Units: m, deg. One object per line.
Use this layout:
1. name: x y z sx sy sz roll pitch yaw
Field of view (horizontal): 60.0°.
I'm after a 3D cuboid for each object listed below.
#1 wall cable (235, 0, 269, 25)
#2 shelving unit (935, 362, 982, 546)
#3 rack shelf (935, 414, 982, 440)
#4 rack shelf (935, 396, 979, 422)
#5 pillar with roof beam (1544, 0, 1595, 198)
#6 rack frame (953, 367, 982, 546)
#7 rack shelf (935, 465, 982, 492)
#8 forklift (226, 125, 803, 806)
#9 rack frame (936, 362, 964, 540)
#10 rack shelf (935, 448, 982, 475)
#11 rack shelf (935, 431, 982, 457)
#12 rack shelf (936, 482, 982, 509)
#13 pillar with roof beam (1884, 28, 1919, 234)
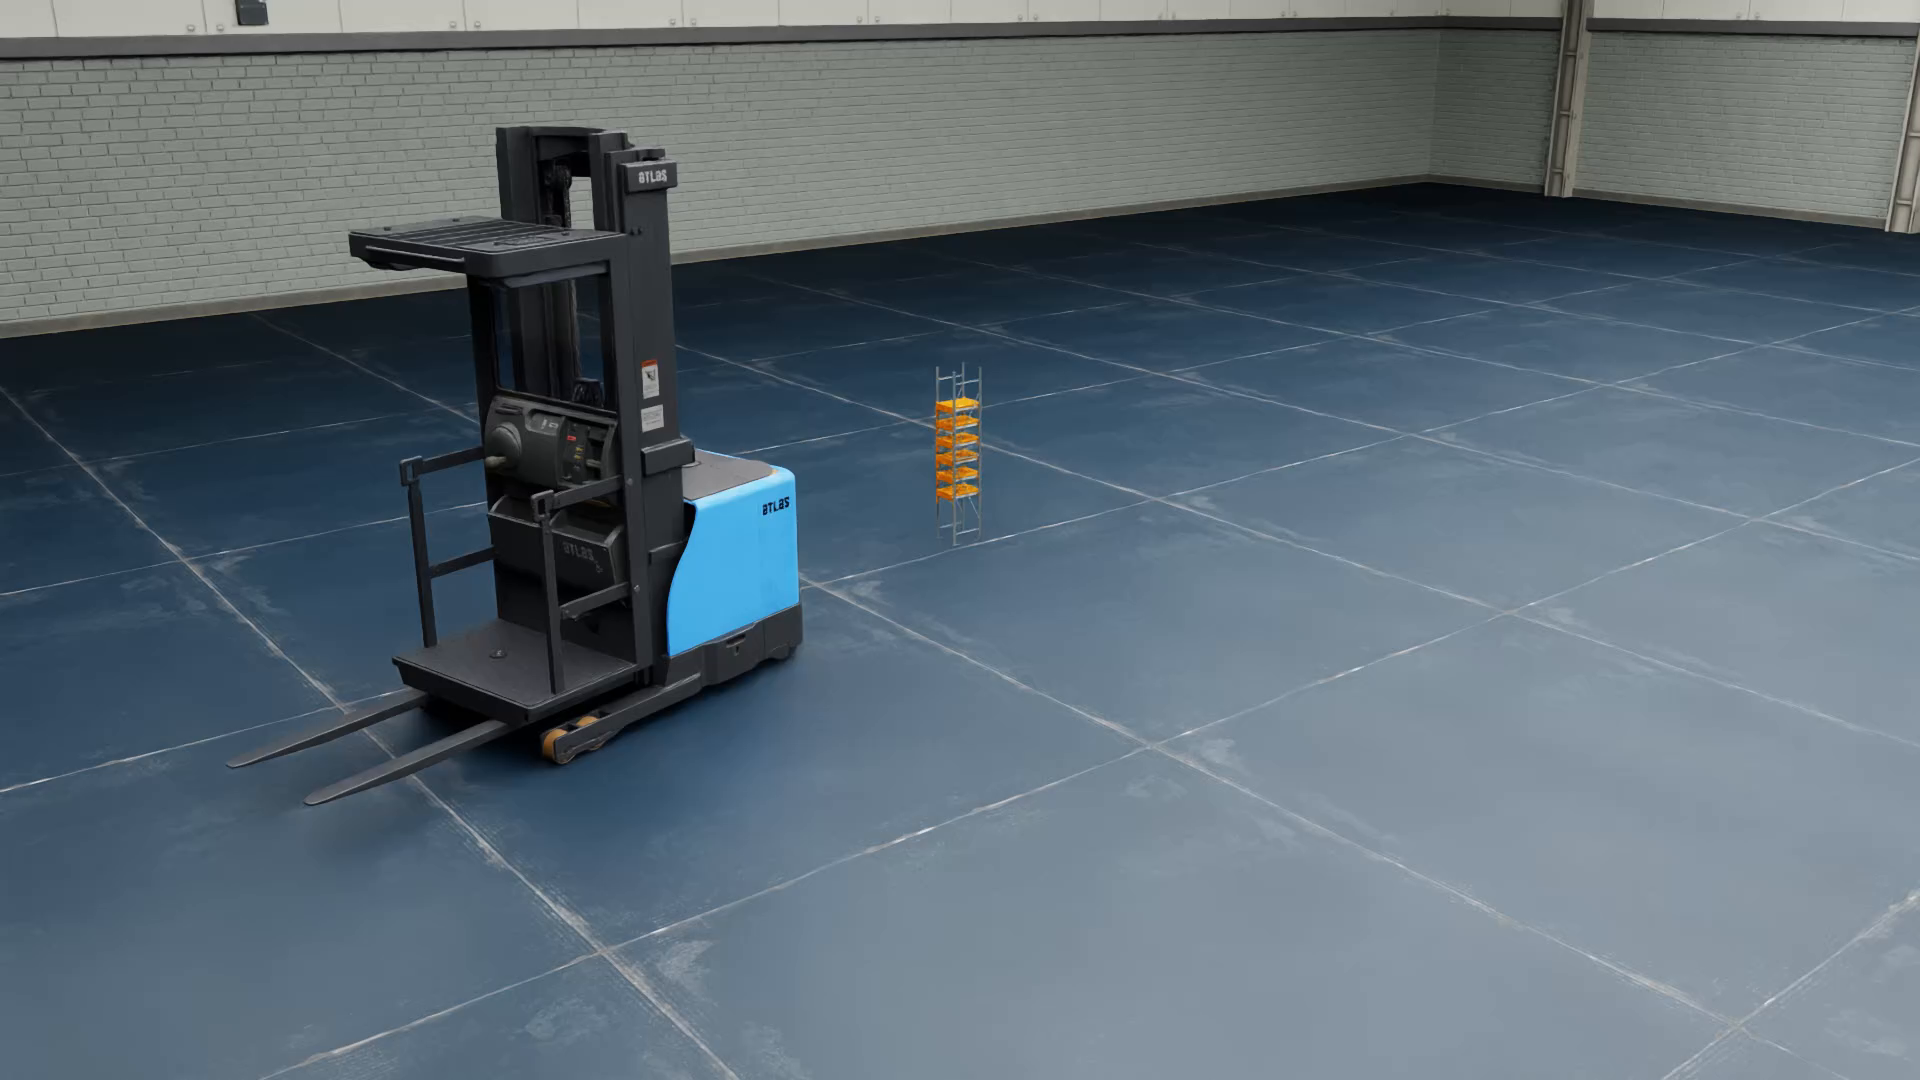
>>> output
1. wall cable: -7.142 -8.833 18.312 2.305 6.003 0.169 -14 23 -36
2. shelving unit: -0.009 -0.573 11.185 0.258 1.200 0.189 -14 23 -36
3. rack shelf: -0.009 -0.759 11.123 0.258 0.103 0.180 -14 23 -36
4. rack shelf: -0.009 -0.873 11.085 0.258 0.103 0.180 -14 23 -36
5. pillar with roof beam: 7.517 -9.693 26.320 9.100 9.000 0.400 -14 23 -36
6. rack frame: 0.048 -0.551 11.117 0.240 1.200 0.006 -14 23 -36
7. rack shelf: -0.009 -0.417 11.236 0.258 0.103 0.180 -14 23 -36
8. forklift: -2.173 -0.477 8.141 1.130 2.935 3.031 13 22 35
9. rack frame: -0.066 -0.596 11.253 0.240 1.200 0.006 -14 23 -36
10. rack shelf: -0.009 -0.531 11.199 0.258 0.103 0.180 -14 23 -36
11. rack shelf: -0.009 -0.645 11.161 0.258 0.103 0.180 -14 23 -36
12. rack shelf: -0.009 -0.303 11.274 0.258 0.103 0.180 -14 23 -36
13. pillar with roof beam: 11.242 -8.215 21.855 9.100 9.000 0.400 -14 23 -36
